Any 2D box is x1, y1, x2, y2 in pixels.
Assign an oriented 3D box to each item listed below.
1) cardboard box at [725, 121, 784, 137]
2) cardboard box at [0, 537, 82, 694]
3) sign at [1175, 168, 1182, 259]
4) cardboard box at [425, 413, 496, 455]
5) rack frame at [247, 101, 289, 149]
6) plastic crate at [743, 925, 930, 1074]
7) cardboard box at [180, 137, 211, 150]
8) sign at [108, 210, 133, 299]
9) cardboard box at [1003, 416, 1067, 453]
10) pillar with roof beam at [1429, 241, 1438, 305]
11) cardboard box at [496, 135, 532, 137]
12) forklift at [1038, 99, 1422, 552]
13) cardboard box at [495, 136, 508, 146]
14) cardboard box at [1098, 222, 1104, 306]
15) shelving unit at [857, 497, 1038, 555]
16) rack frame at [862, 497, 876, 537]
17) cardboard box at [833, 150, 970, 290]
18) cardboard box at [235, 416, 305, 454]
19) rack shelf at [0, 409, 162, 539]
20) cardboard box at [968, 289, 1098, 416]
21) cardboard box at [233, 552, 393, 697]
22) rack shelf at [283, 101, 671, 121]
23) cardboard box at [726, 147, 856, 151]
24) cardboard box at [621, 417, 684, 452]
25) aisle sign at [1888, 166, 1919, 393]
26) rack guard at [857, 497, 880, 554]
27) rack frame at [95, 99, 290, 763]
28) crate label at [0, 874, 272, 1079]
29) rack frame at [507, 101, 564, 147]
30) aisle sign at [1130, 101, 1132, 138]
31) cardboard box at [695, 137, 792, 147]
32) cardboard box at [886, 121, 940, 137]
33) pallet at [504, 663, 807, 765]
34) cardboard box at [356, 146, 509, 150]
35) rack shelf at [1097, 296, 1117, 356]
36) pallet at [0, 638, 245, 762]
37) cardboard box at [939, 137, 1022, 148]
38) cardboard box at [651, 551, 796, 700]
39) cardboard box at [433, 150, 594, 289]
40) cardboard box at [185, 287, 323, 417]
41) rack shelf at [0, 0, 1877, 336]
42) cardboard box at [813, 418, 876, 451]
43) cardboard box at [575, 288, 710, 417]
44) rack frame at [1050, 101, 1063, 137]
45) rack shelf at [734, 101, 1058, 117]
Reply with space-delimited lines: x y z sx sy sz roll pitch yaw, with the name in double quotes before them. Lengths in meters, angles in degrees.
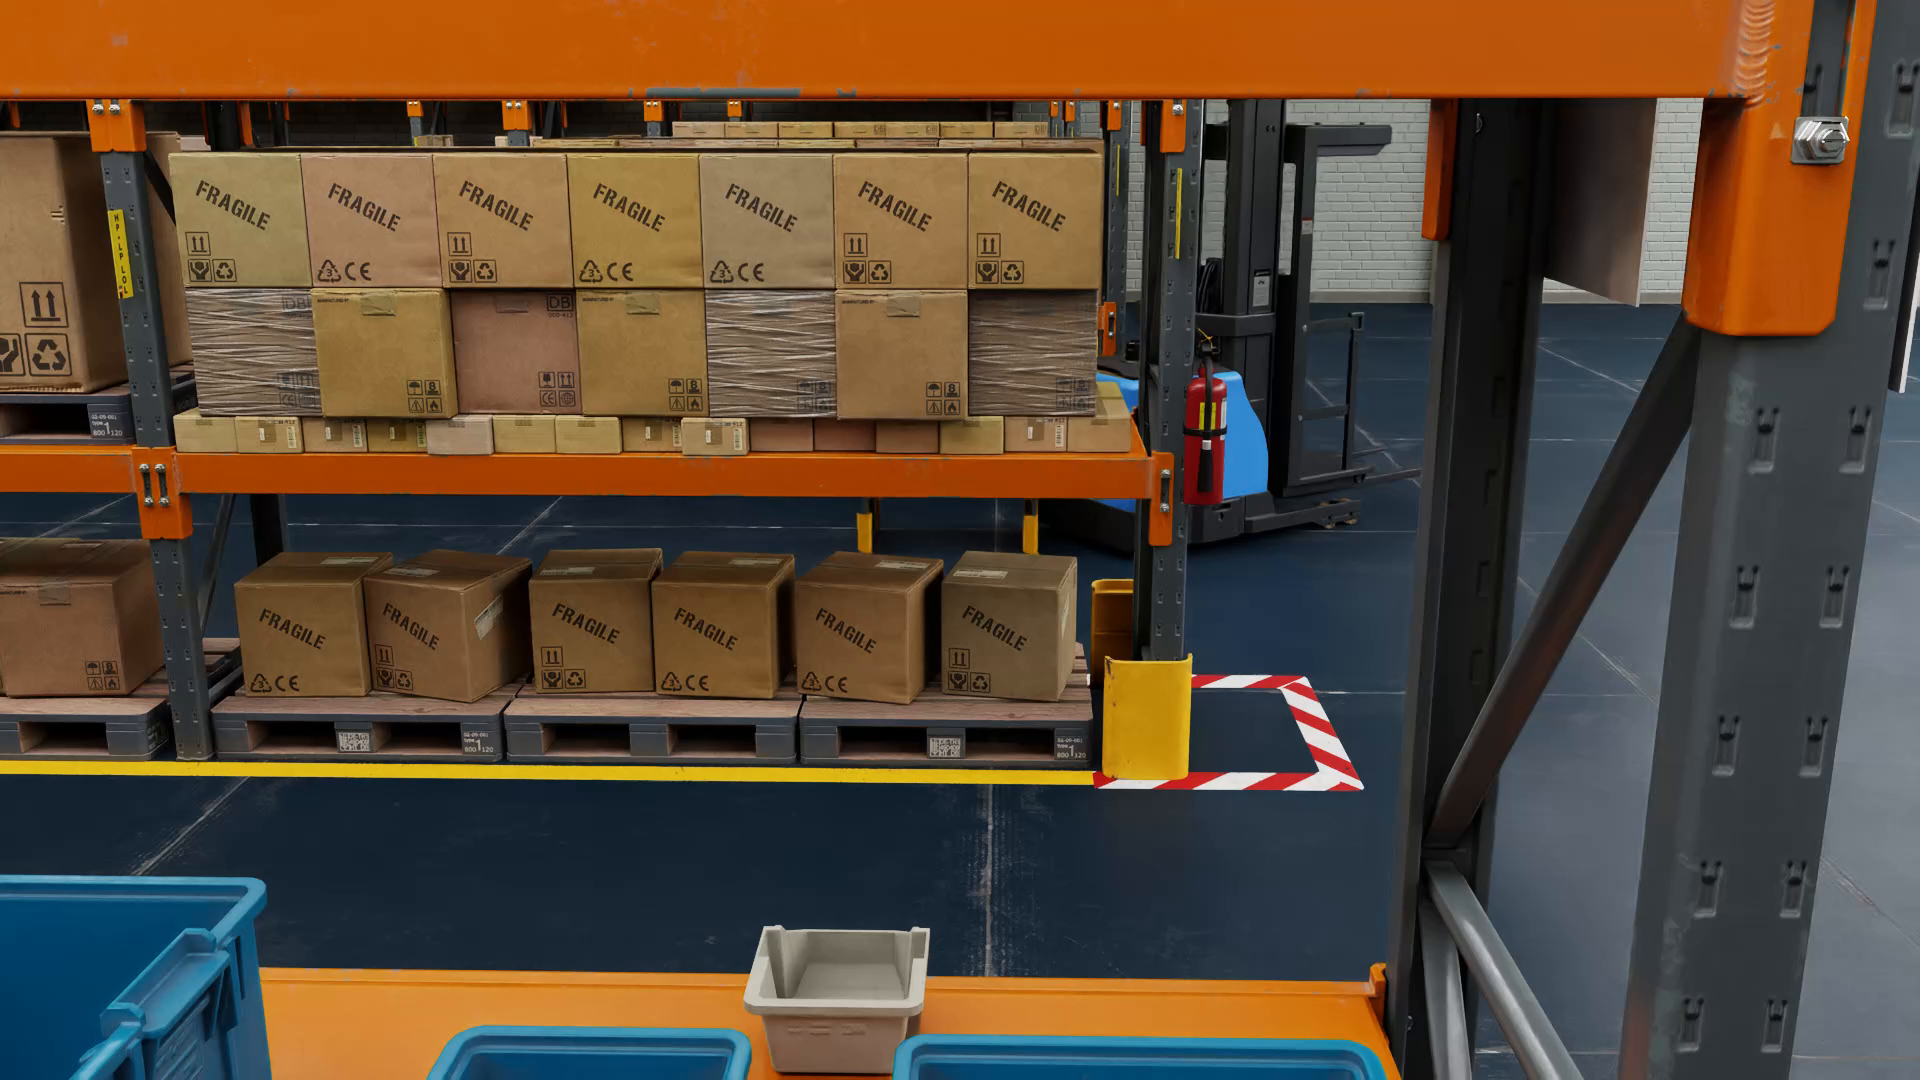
"cardboard box" -1.961 -3.796 16.109 0.500 0.500 0.700 0 15 2
"cardboard box" -4.248 0.318 7.291 0.500 0.500 0.700 0 15 1
"sign" 0.806 -1.205 6.140 0.005 0.325 0.100 0 15 1
"cardboard box" -1.952 -0.450 6.657 0.250 0.149 0.380 0 15 1
"rack frame" -6.904 -3.213 16.640 0.127 3.000 1.000 0 15 1
"plastic crate" -0.172 0.669 2.443 0.250 0.136 0.298 0 15 1
"cardboard box" -7.427 -3.682 16.260 0.500 0.500 0.500 0 15 0
"sign" -3.169 -1.078 6.278 0.005 0.325 0.100 0 15 1
"cardboard box" 0.301 -0.464 6.710 0.250 0.149 0.380 0 15 1
"pillar with roof beam" 6.432 -6.425 17.054 0.400 9.000 9.100 0 15 1
"cardboard box" -4.455 -3.970 16.635 0.250 0.149 0.380 1 15 5
"forklift" 1.982 -1.590 10.622 3.031 2.935 1.130 -10 18 -33
"cardboard box" -4.336 -3.839 16.136 0.250 0.149 0.380 0 15 -1
"cardboard box" 0.696 -1.962 11.602 0.550 0.550 0.875 0 15 1
"shelving unit" -0.063 -0.704 10.070 1.083 1.500 0.587 1 15 3
"rack frame" -0.562 -0.711 10.094 0.032 1.500 0.500 1 15 3
"cardboard box" -0.216 -1.252 6.467 0.500 0.500 0.500 0 15 1
"cardboard box" -2.701 -0.456 6.680 0.250 0.149 0.380 0 15 1
"rack shelf" -5.157 -0.325 7.103 4.000 0.370 1.077 0 15 1
"cardboard box" 0.291 -0.837 6.853 0.500 0.500 0.875 0 15 1
"cardboard box" -2.759 0.358 7.179 0.500 0.500 0.500 0 15 0
"rack shelf" -4.904 -4.303 16.300 4.000 0.370 1.077 0 15 1
"cardboard box" -0.702 -1.391 6.992 0.500 0.500 0.500 0 15 1
"cardboard box" -1.200 -0.464 6.712 0.250 0.149 0.380 0 15 1
"aisle sign" 0.778 -0.552 1.455 0.004 0.787 0.394 0 15 1
"rack guard" -0.561 -0.106 10.253 0.087 0.250 0.587 1 15 3
"rack frame" -3.158 -0.660 6.962 0.127 3.000 1.000 0 15 1
"crate label" -1.133 0.669 1.856 0.616 0.435 0.502 0 15 1
"rack frame" -2.930 -1.924 11.754 0.127 3.000 1.000 0 15 1
"aisle sign" 1.132 -3.078 11.032 0.004 0.787 0.394 0 15 1
"cardboard box" -1.473 -2.495 11.507 0.550 0.550 0.875 0 15 1
"cardboard box" -0.441 -3.767 15.999 0.500 0.500 0.700 0 15 1
"pallet" -1.263 0.691 7.308 1.213 0.211 1.003 0 15 1
"cardboard box" -2.201 -1.400 7.028 0.500 0.500 0.500 0 15 1
"rack shelf" -0.931 -1.564 11.797 4.000 0.370 1.077 0 15 1
"pallet" -3.936 0.683 7.336 1.213 0.211 1.003 0 15 1
"cardboard box" 0.146 -2.485 11.469 0.550 0.550 0.875 0 15 1
"cardboard box" -1.007 0.359 7.176 0.500 0.500 0.500 2 15 7
"cardboard box" -1.715 -1.262 6.503 0.500 0.500 0.500 0 15 1
"cardboard box" -2.710 -0.834 6.841 0.500 0.500 0.875 0 15 1
"rack shelf" -1.285 -0.487 1.835 4.000 0.370 1.077 0 15 1
"cardboard box" -0.449 -0.470 6.734 0.250 0.149 0.380 0 15 1
"cardboard box" -1.210 -0.830 6.827 0.500 0.500 0.875 0 15 1
"rack frame" 1.217 -4.427 21.241 0.127 3.000 1.000 0 15 1
"rack shelf" -0.783 -5.543 20.999 4.000 0.370 1.077 0 15 1
